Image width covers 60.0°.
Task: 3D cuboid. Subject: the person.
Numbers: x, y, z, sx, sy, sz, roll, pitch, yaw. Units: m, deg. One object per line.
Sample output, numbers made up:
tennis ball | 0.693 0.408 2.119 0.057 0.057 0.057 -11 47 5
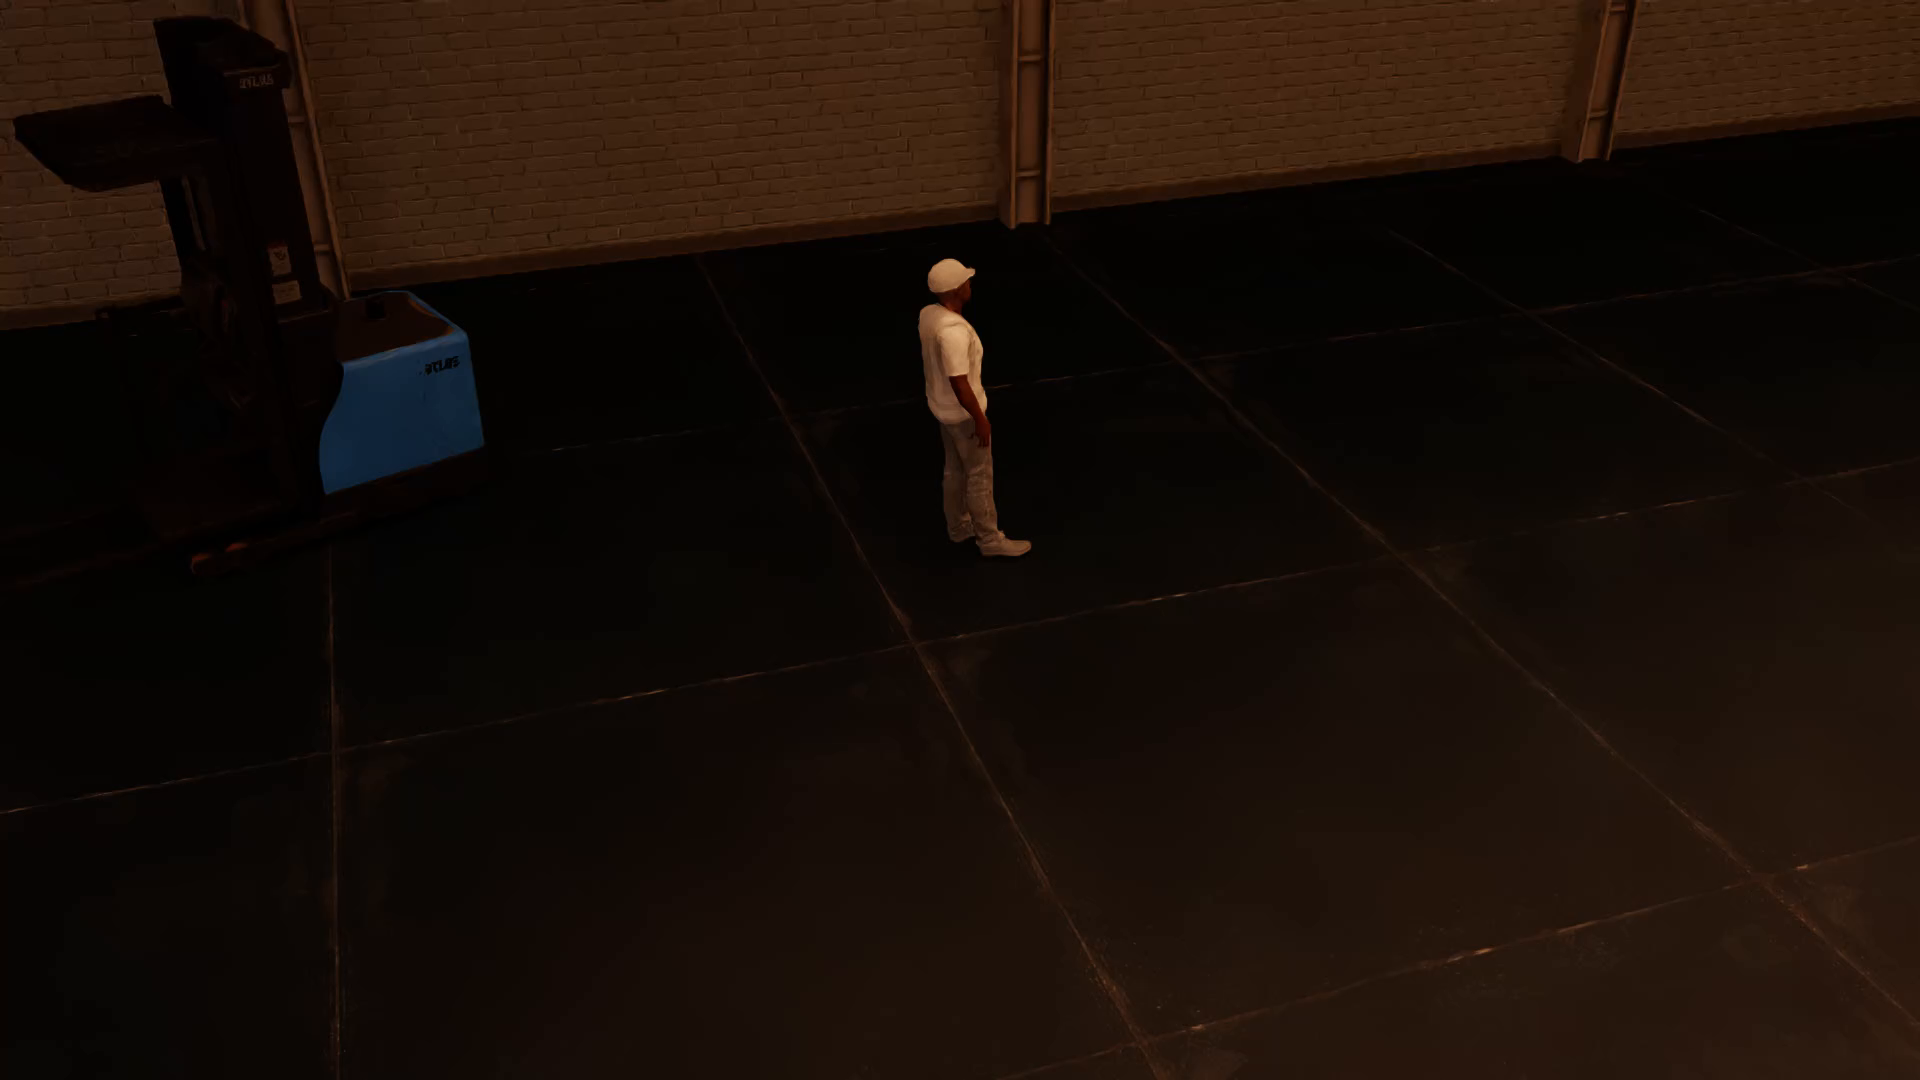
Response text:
person | 0.068 -0.780 9.597 0.576 1.766 0.665 -10 31 -16

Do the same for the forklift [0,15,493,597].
forklift | -4.441 -1.328 9.395 3.031 2.935 1.130 -22 36 -33
